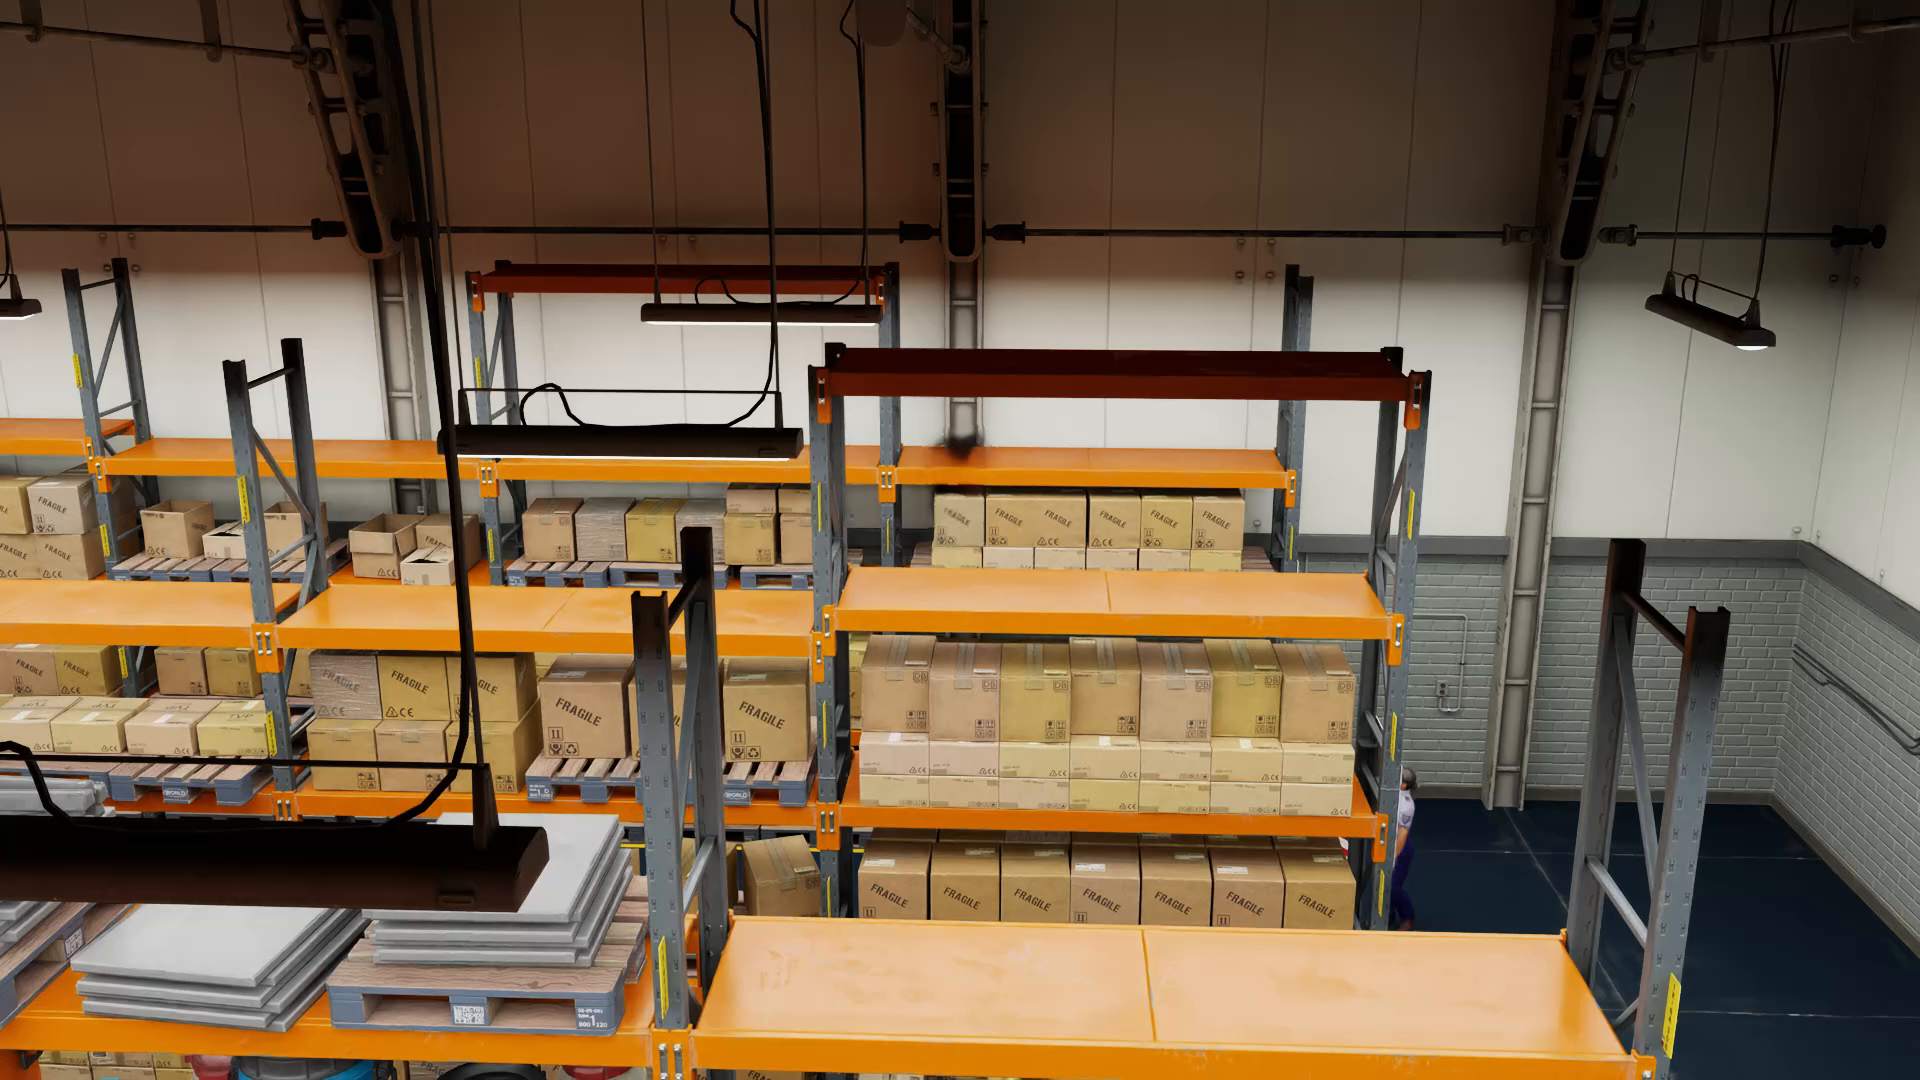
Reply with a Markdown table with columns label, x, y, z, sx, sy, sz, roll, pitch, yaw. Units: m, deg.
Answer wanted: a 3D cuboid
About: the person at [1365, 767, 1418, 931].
| label | x | y | z | sx | sy | sz | roll | pitch | yaw |
| --- | --- | --- | --- | --- | --- | --- | --- | --- | --- |
| person | 4.097 | 2.907 | 15.667 | 0.423 | 1.649 | 0.550 | -5 | 17 | -16 |
